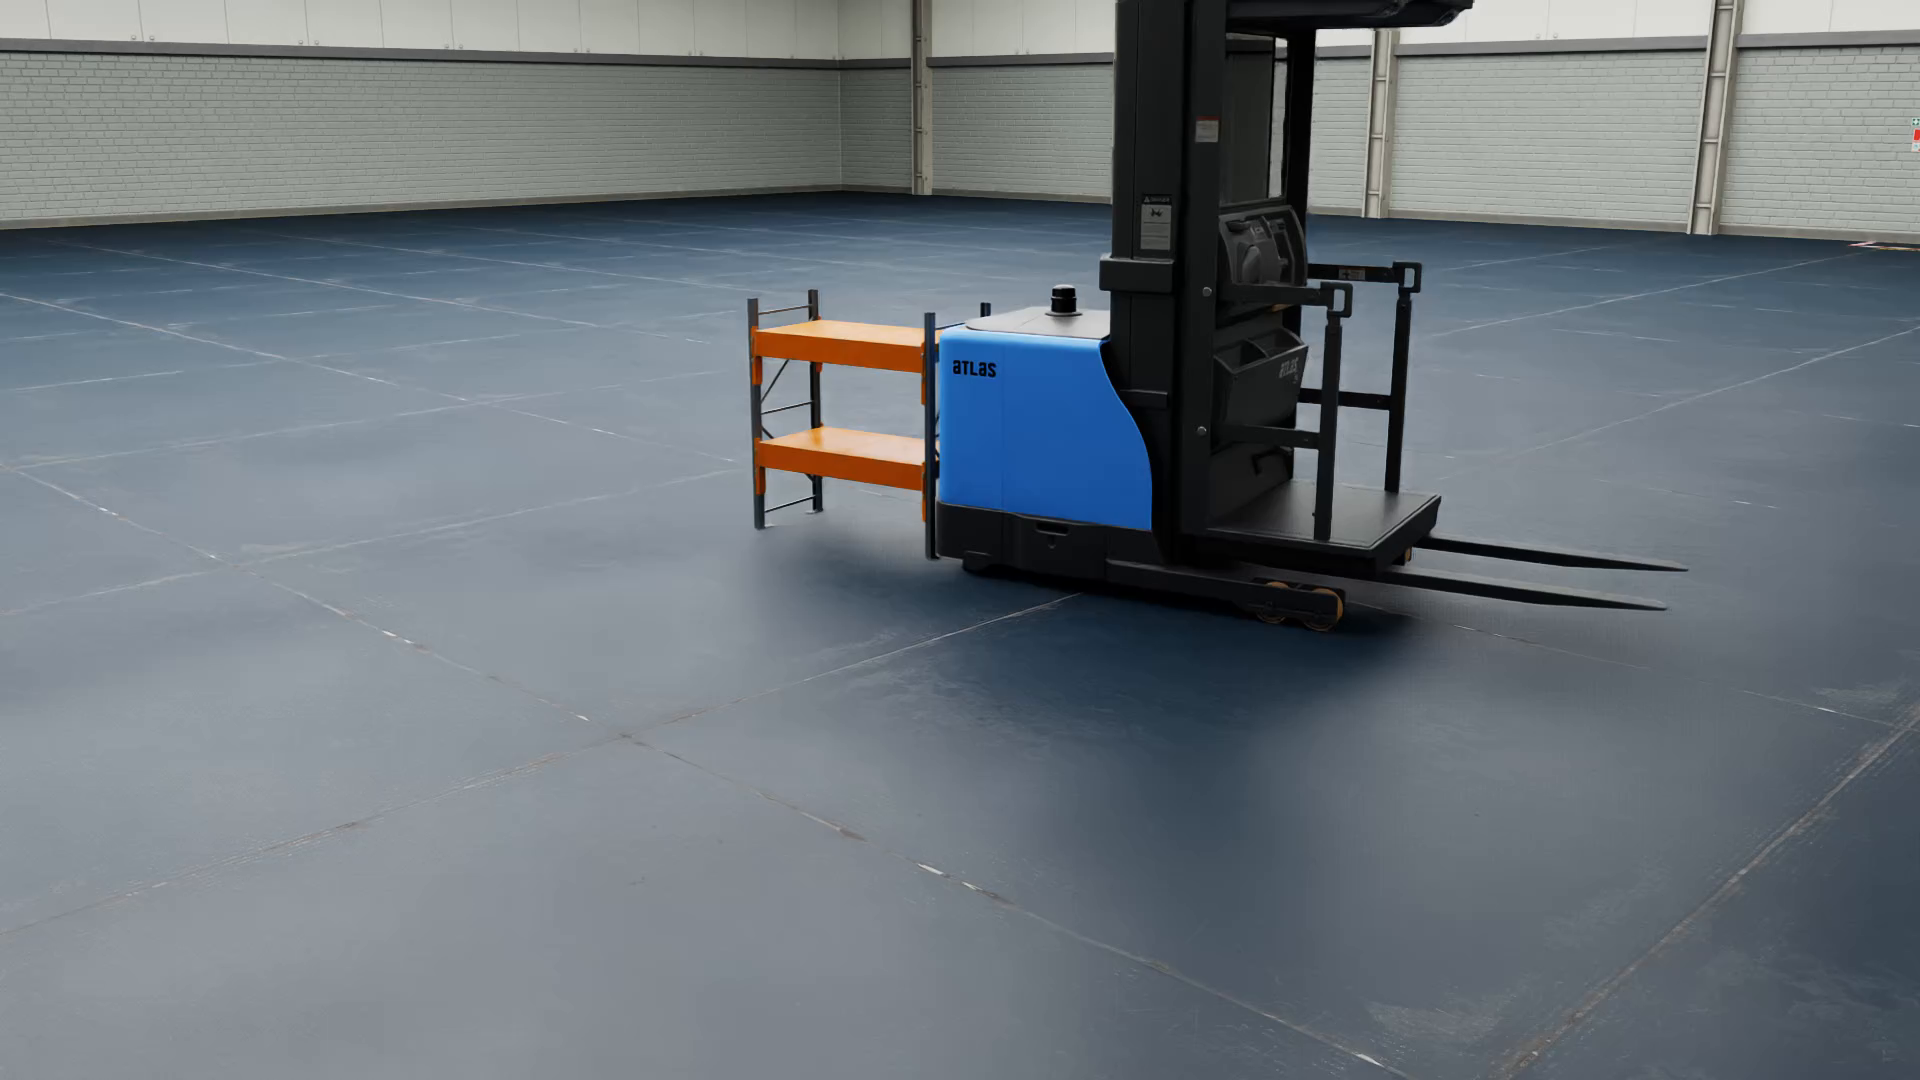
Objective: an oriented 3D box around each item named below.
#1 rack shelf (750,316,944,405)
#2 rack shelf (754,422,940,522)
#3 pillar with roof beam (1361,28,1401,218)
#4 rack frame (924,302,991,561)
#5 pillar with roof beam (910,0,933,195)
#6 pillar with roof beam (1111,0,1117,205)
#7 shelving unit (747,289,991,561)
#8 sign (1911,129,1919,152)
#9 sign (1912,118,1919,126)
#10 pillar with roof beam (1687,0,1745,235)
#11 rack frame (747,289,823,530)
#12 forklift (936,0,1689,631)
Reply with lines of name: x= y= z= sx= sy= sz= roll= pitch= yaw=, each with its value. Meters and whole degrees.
rack shelf: x=-0.431 y=-0.860 z=7.839 sx=1.000 sy=0.278 sz=0.538 roll=10 pitch=17 yaw=32
rack shelf: x=-0.431 y=-0.340 z=7.975 sx=1.000 sy=0.278 sz=0.538 roll=10 pitch=17 yaw=32
pillar with roof beam: x=4.762 y=-9.599 z=26.926 sx=0.400 sy=9.000 sz=9.100 roll=14 pitch=20 yaw=42
rack frame: x=-0.008 y=-0.505 z=7.640 sx=0.032 sy=1.125 sz=0.500 roll=10 pitch=17 yaw=32
pillar with roof beam: x=-3.877 y=-11.700 z=34.987 sx=0.400 sy=9.000 sz=9.100 roll=14 pitch=20 yaw=42
pillar with roof beam: x=0.442 y=-10.649 z=30.956 sx=0.400 sy=9.000 sz=9.100 roll=14 pitch=20 yaw=42
shelving unit: x=-0.431 y=-0.576 z=7.913 sx=1.048 sy=1.125 sz=0.538 roll=10 pitch=17 yaw=32
sign: x=14.309 y=-5.950 z=24.747 sx=0.234 sy=0.329 sz=0.001 roll=14 pitch=20 yaw=42
sign: x=14.306 y=-6.204 z=24.671 sx=0.331 sy=0.109 sz=0.001 roll=14 pitch=20 yaw=42
pillar with roof beam: x=9.081 y=-8.549 z=22.896 sx=0.400 sy=9.000 sz=9.100 roll=14 pitch=20 yaw=42
rack frame: x=-0.854 y=-0.647 z=8.186 sx=0.032 sy=1.125 sz=0.500 roll=10 pitch=17 yaw=32
forklift: x=1.431 y=-1.213 z=6.773 sx=3.031 sy=2.935 sz=1.130 roll=8 pitch=17 yaw=29
